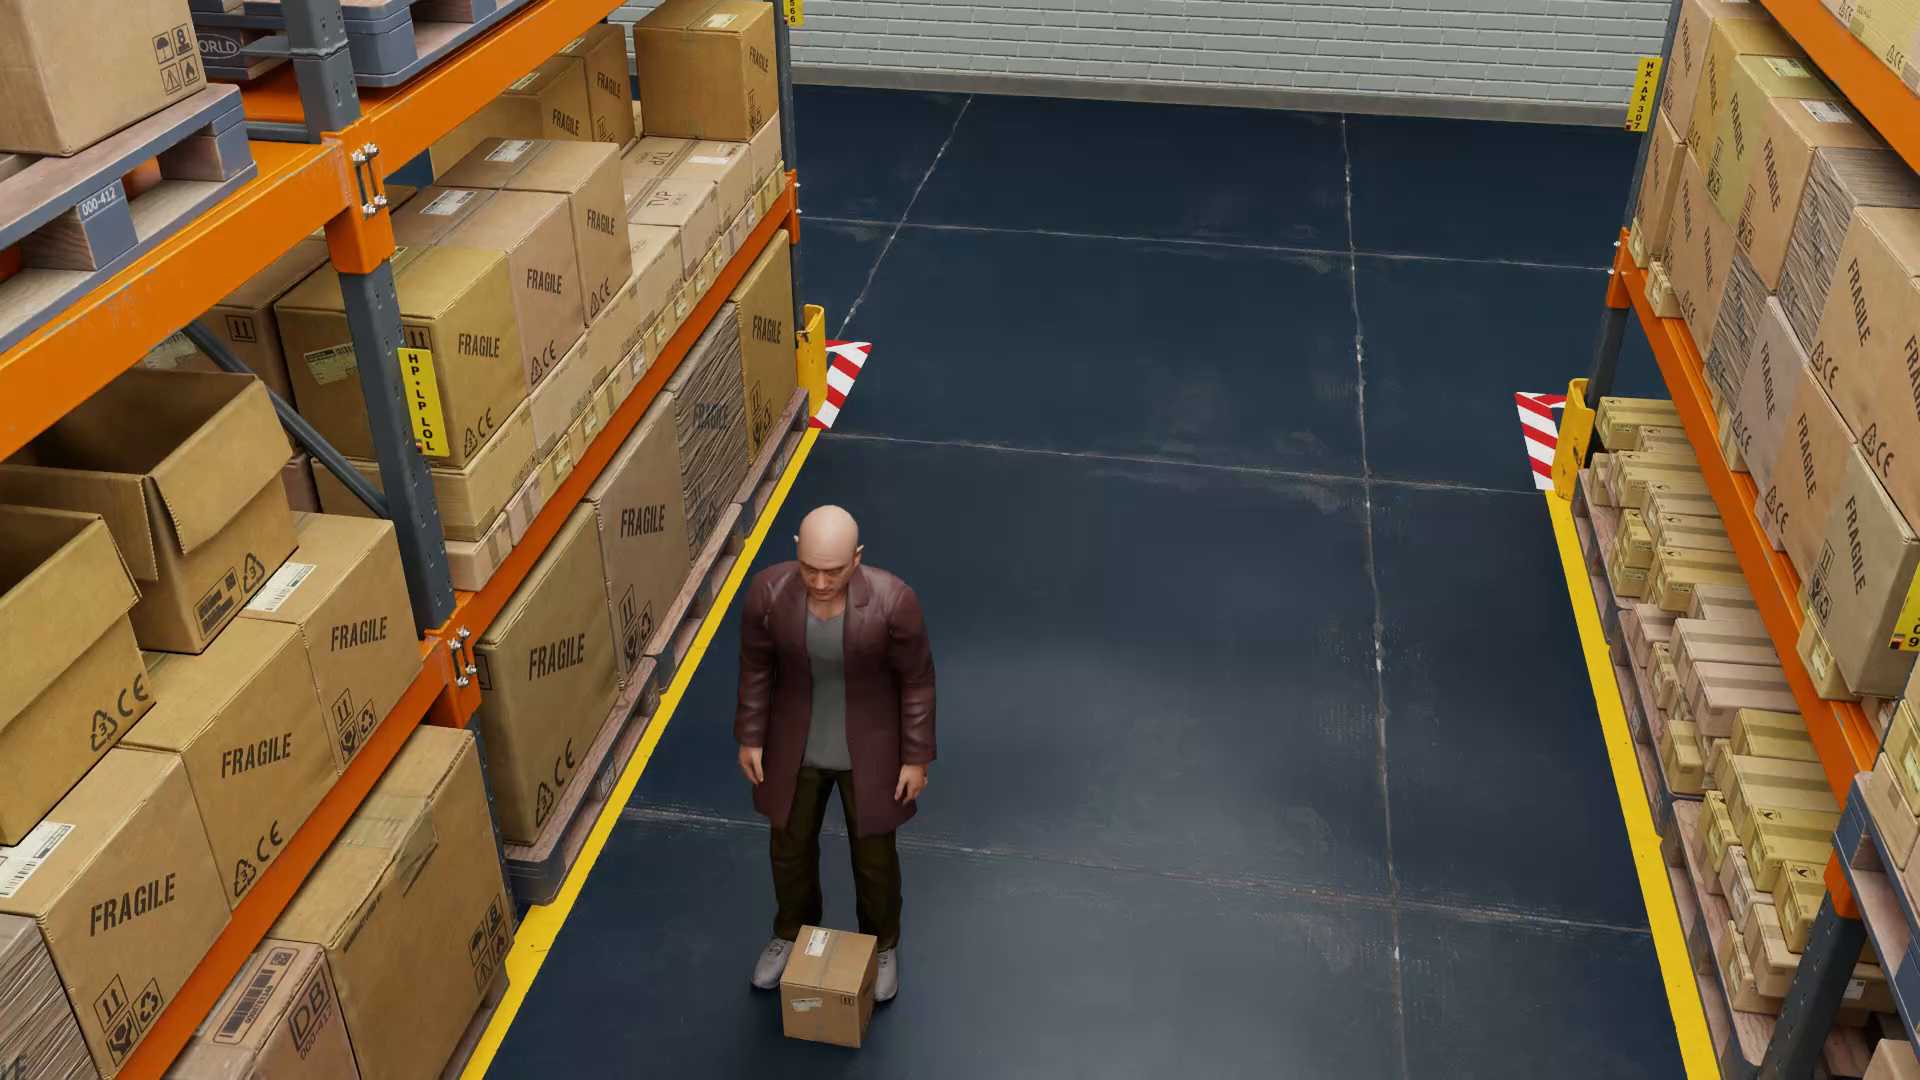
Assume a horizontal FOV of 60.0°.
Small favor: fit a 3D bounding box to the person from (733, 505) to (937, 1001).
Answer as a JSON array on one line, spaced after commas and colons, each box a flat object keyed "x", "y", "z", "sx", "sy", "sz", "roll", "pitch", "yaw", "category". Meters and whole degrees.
[{"x": -0.386, "y": 0.646, "z": 5.116, "sx": 0.640, "sy": 1.773, "sz": 0.426, "roll": 5, "pitch": 32, "yaw": 8, "category": "person"}]
